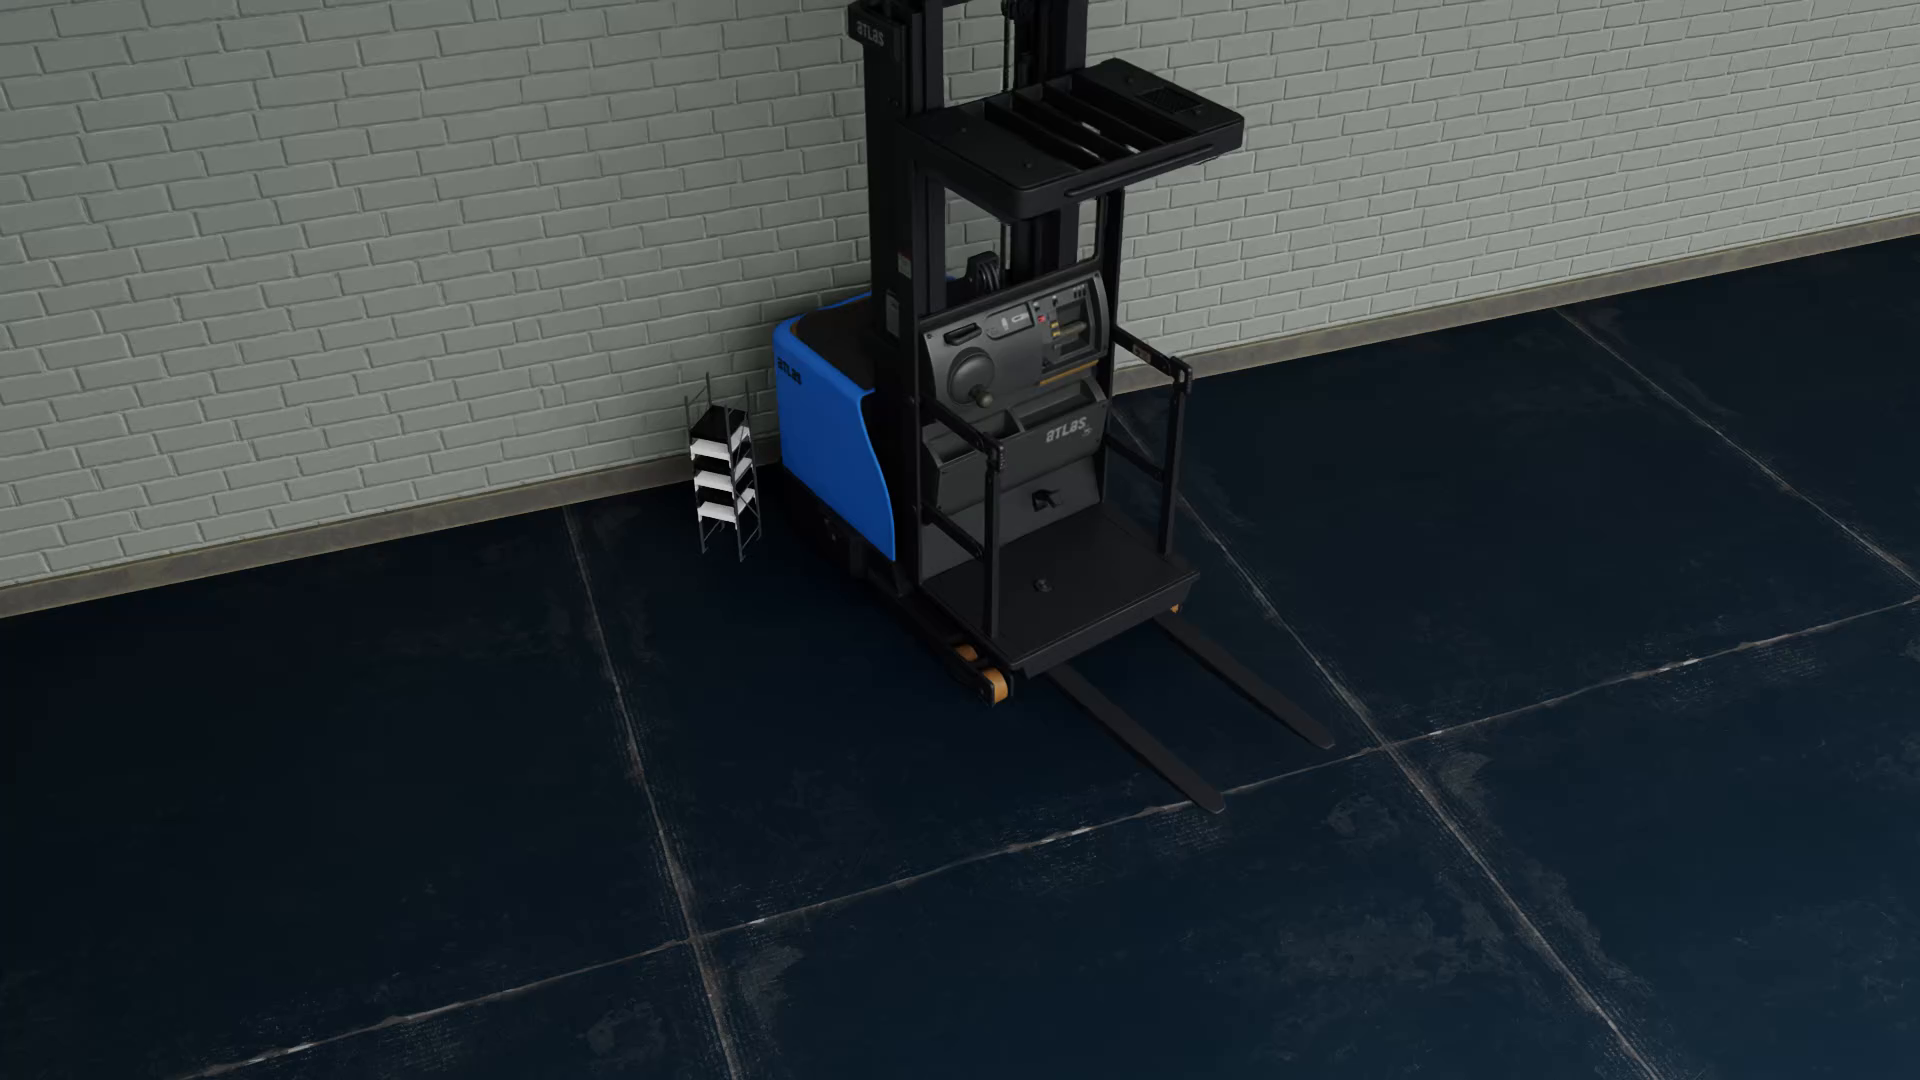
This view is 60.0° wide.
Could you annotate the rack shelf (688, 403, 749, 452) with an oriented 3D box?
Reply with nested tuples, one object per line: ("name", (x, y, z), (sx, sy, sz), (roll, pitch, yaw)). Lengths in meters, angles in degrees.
("rack shelf", (-1.126, -0.530, 7.812), (0.200, 0.077, 0.258), (12, 39, 15))

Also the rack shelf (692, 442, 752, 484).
("rack shelf", (-1.126, -0.386, 7.920), (0.200, 0.077, 0.258), (12, 39, 15))

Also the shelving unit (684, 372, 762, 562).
("shelving unit", (-1.126, -0.340, 7.954), (0.210, 0.900, 0.258), (12, 39, 15))

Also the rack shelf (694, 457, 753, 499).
("rack shelf", (-1.126, -0.314, 7.974), (0.200, 0.077, 0.258), (12, 39, 15))

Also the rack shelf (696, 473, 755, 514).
("rack shelf", (-1.126, -0.242, 8.028), (0.200, 0.077, 0.258), (12, 39, 15))

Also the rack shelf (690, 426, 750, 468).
("rack shelf", (-1.126, -0.458, 7.866), (0.200, 0.077, 0.258), (12, 39, 15))

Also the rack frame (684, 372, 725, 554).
("rack frame", (-1.222, -0.361, 7.981), (0.006, 0.900, 0.240), (12, 39, 15))

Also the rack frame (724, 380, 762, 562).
("rack frame", (-1.030, -0.320, 7.927), (0.006, 0.900, 0.240), (12, 39, 15))

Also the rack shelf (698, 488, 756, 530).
("rack shelf", (-1.126, -0.170, 8.082), (0.200, 0.077, 0.258), (12, 39, 15))

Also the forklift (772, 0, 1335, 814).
("forklift", (0.373, -0.783, 6.853), (1.130, 2.935, 3.031), (-24, 43, -28))
